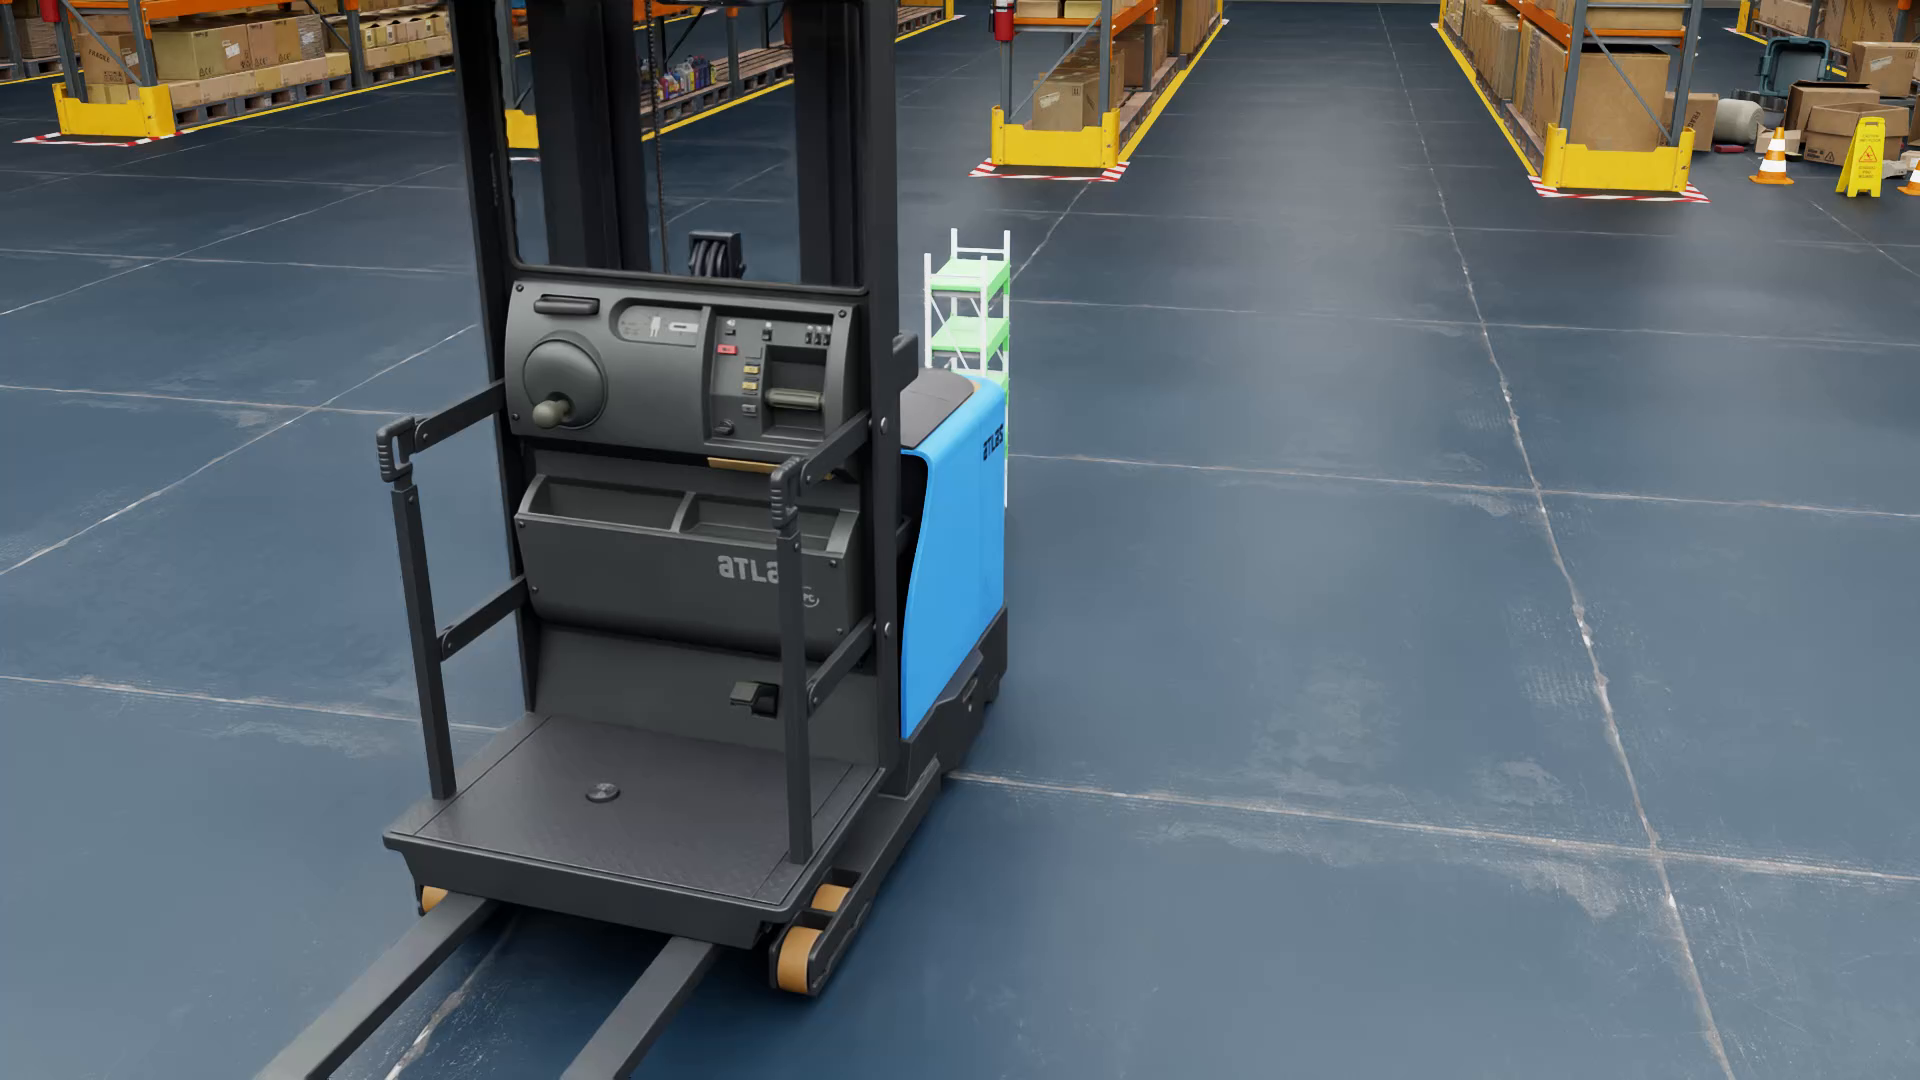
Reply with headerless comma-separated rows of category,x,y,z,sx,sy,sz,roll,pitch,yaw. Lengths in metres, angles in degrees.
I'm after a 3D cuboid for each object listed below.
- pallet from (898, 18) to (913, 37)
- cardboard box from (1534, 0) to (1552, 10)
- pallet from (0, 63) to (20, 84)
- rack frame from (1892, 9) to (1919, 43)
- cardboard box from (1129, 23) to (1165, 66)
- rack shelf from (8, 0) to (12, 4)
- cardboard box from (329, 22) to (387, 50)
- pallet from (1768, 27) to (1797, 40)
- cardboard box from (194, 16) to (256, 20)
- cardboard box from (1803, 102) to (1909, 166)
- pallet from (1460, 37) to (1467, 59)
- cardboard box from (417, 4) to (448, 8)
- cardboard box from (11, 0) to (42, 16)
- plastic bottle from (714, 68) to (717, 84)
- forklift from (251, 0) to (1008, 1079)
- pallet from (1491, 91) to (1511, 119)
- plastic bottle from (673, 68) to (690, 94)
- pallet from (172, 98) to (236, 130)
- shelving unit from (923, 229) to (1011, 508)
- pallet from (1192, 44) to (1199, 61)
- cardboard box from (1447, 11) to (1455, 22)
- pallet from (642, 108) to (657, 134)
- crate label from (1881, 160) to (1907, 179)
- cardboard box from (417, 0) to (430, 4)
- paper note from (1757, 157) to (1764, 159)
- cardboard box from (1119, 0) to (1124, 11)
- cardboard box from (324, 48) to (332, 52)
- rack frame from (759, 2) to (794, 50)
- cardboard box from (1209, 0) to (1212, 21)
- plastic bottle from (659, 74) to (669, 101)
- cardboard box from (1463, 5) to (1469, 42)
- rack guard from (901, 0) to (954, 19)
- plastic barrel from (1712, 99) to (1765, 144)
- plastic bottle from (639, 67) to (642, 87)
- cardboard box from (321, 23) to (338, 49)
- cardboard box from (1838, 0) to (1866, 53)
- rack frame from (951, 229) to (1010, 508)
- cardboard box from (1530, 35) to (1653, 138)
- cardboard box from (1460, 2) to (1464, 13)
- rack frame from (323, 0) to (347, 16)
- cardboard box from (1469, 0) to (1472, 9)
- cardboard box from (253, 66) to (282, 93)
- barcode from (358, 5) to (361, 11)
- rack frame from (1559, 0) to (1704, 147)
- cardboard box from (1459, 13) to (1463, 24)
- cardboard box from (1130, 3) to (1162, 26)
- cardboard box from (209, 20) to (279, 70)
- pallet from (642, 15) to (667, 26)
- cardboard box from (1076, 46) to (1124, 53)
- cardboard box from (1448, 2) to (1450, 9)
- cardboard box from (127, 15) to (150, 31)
pallet,-1.413,-8.657,28.066,1.003,0.211,1.213,4,22,11
cardboard box,6.147,-5.502,16.300,0.875,0.550,0.550,4,22,11
pallet,-12.958,-5.966,21.384,1.003,0.211,1.213,4,22,11
rack frame,12.209,-7.082,20.424,1.000,3.000,0.127,4,22,11
cardboard box,2.290,-6.432,21.566,0.700,0.500,0.500,3,22,6
rack shelf,-12.448,-7.906,23.431,1.077,0.370,4.000,4,22,11
cardboard box,-7.677,-6.443,21.204,0.500,0.311,0.500,5,22,11
pallet,13.504,-7.971,26.364,1.003,0.211,1.213,4,22,11
cardboard box,-8.611,-5.887,19.571,0.500,0.500,0.500,4,22,11
cardboard box,8.457,-3.834,15.700,0.797,0.503,0.637,-11,25,-26
pallet,8.001,-7.307,24.715,1.003,0.211,1.213,4,22,11
cardboard box,-7.584,-7.605,24.089,0.500,0.311,0.500,5,23,13
cardboard box,-12.635,-7.332,22.797,0.500,0.250,0.500,4,22,10
plastic bottle,-2.926,-5.502,19.657,0.097,0.201,0.097,0,22,0
forklift,-0.772,-0.410,3.949,1.130,2.935,3.031,7,23,16
pallet,6.610,-4.954,18.873,1.003,0.211,1.213,4,22,11
plastic bottle,-3.149,-5.188,18.778,0.152,0.276,0.135,5,22,12
pallet,-8.707,-4.658,18.137,1.003,0.211,1.213,4,22,11
shelving unit,0.034,-0.617,6.780,0.258,1.200,0.503,4,22,11
pallet,2.993,-7.272,24.627,1.003,0.211,1.213,4,22,11
cardboard box,8.378,-8.775,27.881,0.380,0.149,0.250,5,22,12
pallet,-3.833,-4.324,17.308,1.003,0.211,1.213,4,22,11
crate label,8.345,-3.337,14.956,0.250,0.136,0.298,-7,23,-17
cardboard box,-10.554,-10.485,31.657,0.700,0.500,0.500,4,22,11
paper note,7.672,-3.660,15.928,0.032,0.001,0.123,18,28,38
cardboard box,1.391,-5.246,16.200,0.380,0.149,0.250,4,22,11
cardboard box,-8.205,-6.225,21.413,0.500,0.250,0.500,4,22,10
rack frame,-2.341,-8.215,23.237,1.000,3.000,0.127,4,22,11
cardboard box,3.721,-9.074,27.652,0.875,0.875,0.875,4,22,11
plastic bottle,-3.234,-4.954,18.187,0.061,0.283,0.133,5,22,12
cardboard box,7.748,-7.671,24.669,0.500,0.500,0.500,5,23,13
rack guard,-0.716,-9.992,30.993,1.175,0.500,0.348,4,22,11
plastic barrel,7.797,-4.233,16.798,0.421,0.421,0.512,-16,27,-35
plastic bottle,-3.767,-5.395,19.192,0.144,0.351,0.185,4,22,9
cardboard box,-8.204,-6.481,21.298,0.500,0.311,0.500,4,22,11
cardboard box,12.800,-7.191,22.975,0.875,0.875,0.875,5,22,12
rack frame,0.084,-0.706,7.001,0.240,1.200,0.015,4,22,11
cardboard box,5.961,-4.281,15.751,0.875,0.875,0.875,4,22,10
cardboard box,7.990,-8.281,25.856,0.380,0.149,0.250,5,22,12
rack frame,-11.223,-10.434,28.745,1.000,3.000,0.127,4,22,11
cardboard box,7.643,-7.824,24.045,0.500,0.250,0.500,5,22,12
cardboard box,-8.187,-5.316,19.155,0.500,0.250,0.500,4,22,11
barcode,-7.546,-6.683,20.904,0.001,0.075,0.075,4,22,11
rack frame,5.710,-4.497,14.005,1.000,3.000,0.127,4,22,11
cardboard box,7.912,-8.036,25.646,0.380,0.149,0.250,5,22,12
cardboard box,2.302,-6.788,21.447,0.500,0.250,0.500,7,23,17
cardboard box,-8.186,-5.663,19.015,0.500,0.500,0.500,4,22,11
pallet,-5.985,-9.462,30.066,1.003,0.211,1.213,4,22,11
cardboard box,1.571,-5.267,18.700,0.500,0.500,0.500,4,22,9
cardboard box,8.506,-9.091,28.267,0.380,0.149,0.250,4,22,11
cardboard box,-12.354,-7.568,24.388,0.700,0.500,0.500,4,22,11
